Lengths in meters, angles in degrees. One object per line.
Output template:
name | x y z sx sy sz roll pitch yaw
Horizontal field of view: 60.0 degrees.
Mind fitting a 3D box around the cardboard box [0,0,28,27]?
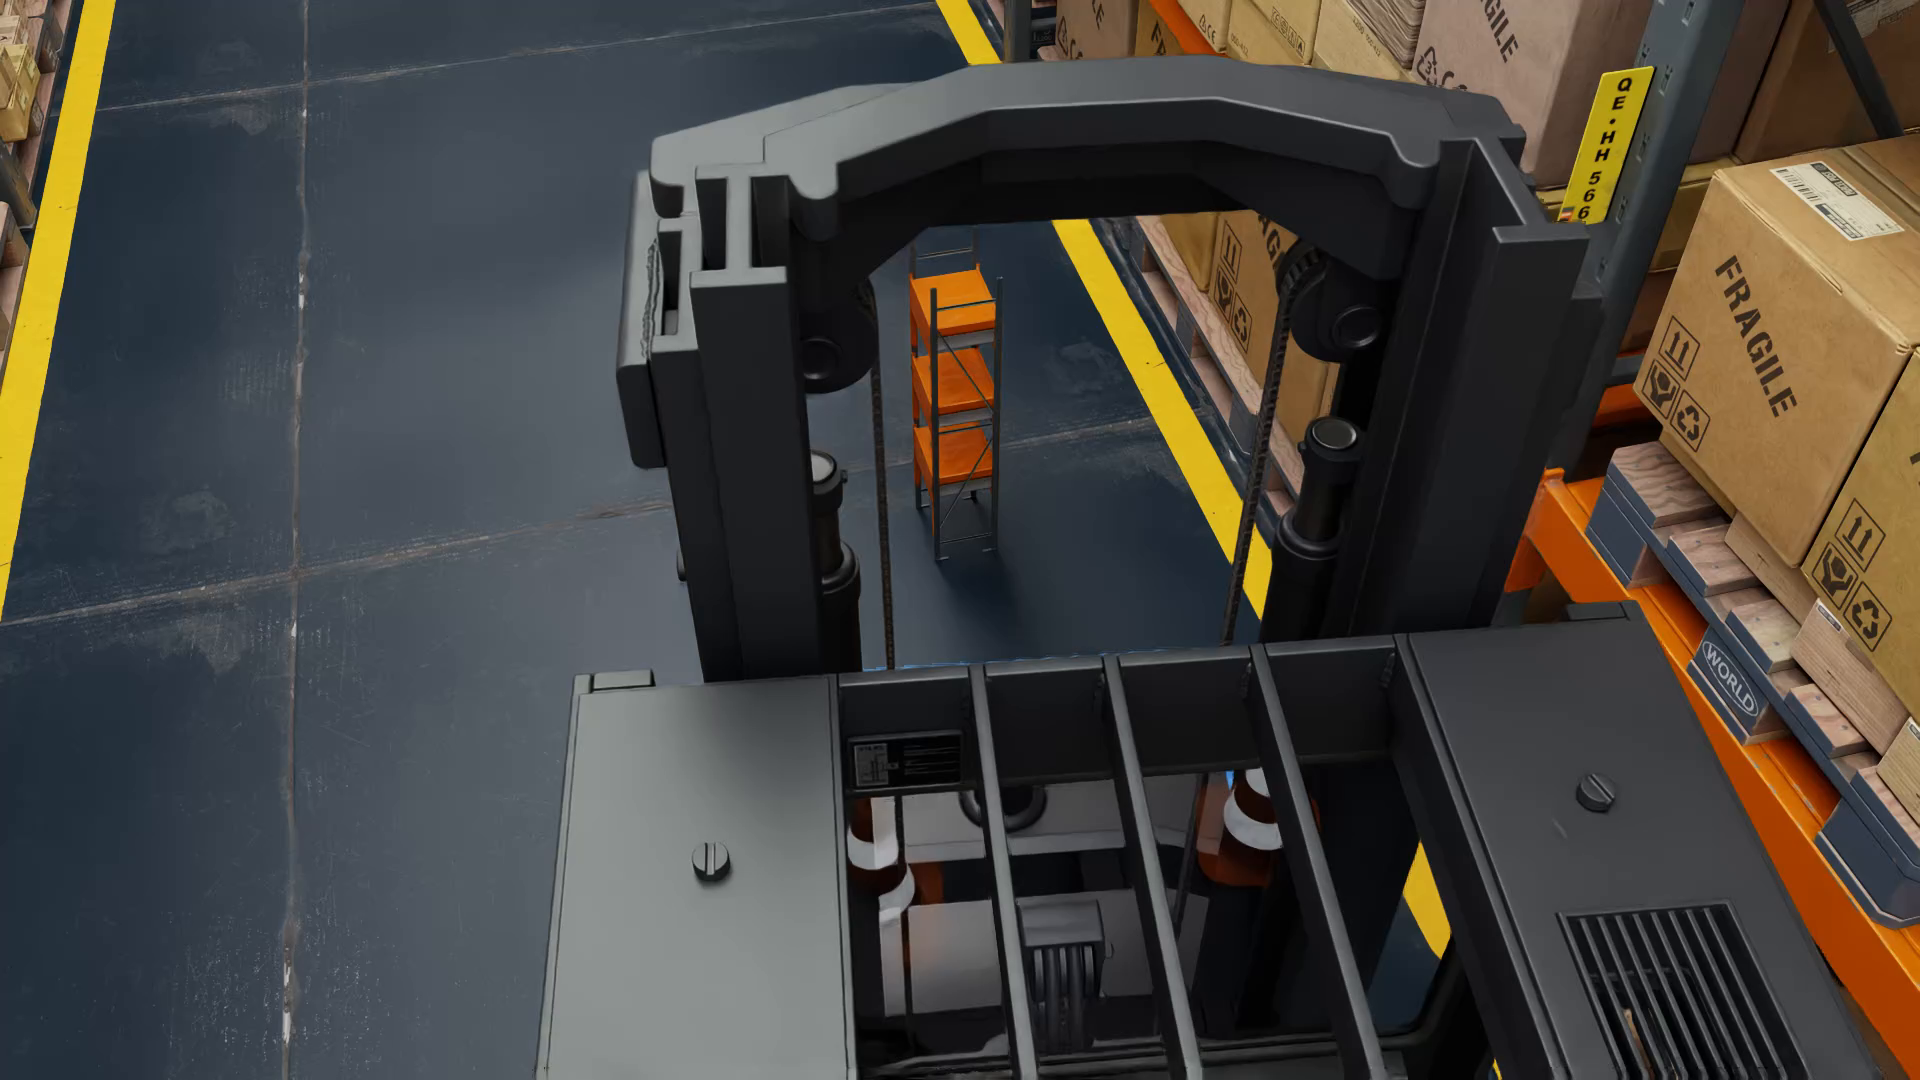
cardboard box | -4.151 -2.167 6.976 0.380 0.149 0.250 -12 47 -11

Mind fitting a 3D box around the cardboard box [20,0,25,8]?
cardboard box | -4.254 -2.347 7.152 0.380 0.149 0.250 -13 47 -12

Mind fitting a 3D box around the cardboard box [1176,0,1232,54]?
cardboard box | 0.912 -1.706 4.926 0.500 0.250 0.500 -11 47 -11

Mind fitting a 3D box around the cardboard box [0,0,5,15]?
cardboard box | -4.172 -2.265 6.863 0.380 0.149 0.250 -13 47 -12

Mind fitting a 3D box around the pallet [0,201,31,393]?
pallet | -3.873 -0.683 5.771 1.003 0.211 1.213 -11 47 -10

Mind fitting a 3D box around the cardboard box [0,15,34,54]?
cardboard box | -4.038 -2.001 6.813 0.380 0.149 0.250 -11 47 -11

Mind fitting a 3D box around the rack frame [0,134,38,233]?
rack frame | -4.073 -2.196 5.302 1.000 3.000 0.127 -11 47 -10

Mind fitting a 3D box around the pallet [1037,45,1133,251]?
pallet | 0.956 -1.676 6.745 1.003 0.211 1.213 -11 47 -10

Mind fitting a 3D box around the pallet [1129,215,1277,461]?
pallet | 1.272 -0.832 5.918 1.003 0.211 1.213 -11 47 -10

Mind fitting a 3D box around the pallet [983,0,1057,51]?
pallet | 0.567 -2.734 7.782 1.003 0.211 1.213 -11 47 -10

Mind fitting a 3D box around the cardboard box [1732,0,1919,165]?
cardboard box | 1.820 -1.179 3.536 0.500 0.500 0.500 -12 47 -12

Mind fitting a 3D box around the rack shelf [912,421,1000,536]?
rack shelf | -0.014 -0.202 5.117 0.215 0.259 0.240 -11 47 -10

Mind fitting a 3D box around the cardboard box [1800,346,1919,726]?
cardboard box | 1.742 0.016 2.562 0.500 0.500 0.500 -9 46 -8

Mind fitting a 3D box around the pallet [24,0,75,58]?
pallet | -4.595 -2.521 7.573 1.003 0.211 1.213 -11 47 -10

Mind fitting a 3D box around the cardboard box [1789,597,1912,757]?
cardboard box | 1.679 0.189 2.847 0.380 0.149 0.250 -14 47 -13

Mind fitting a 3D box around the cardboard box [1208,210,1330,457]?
cardboard box | 1.389 -0.921 5.246 0.875 0.875 0.875 -10 46 -10

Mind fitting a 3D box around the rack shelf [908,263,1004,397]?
rack shelf | -0.014 -0.596 4.716 0.215 0.259 0.240 -11 47 -10

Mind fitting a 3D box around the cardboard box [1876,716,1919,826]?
cardboard box | 1.729 0.382 2.657 0.380 0.149 0.250 -10 47 -10

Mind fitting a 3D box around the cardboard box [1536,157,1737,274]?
cardboard box | 1.340 -0.820 3.708 0.500 0.250 0.500 -11 47 -10

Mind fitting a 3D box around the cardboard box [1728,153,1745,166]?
cardboard box | 1.819 -0.927 3.813 0.500 0.250 0.500 -11 47 -11

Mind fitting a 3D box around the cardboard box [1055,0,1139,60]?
cardboard box | 0.922 -2.161 6.461 0.875 0.875 0.875 -9 46 -9

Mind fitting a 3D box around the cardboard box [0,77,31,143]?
cardboard box | -3.856 -1.655 6.474 0.380 0.149 0.250 -13 47 -12

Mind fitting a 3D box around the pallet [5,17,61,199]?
pallet | -4.280 -1.677 6.746 1.003 0.211 1.213 -11 47 -10

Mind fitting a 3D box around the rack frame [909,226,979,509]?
rack frame | -0.045 -0.489 4.994 0.200 1.050 0.008 -11 47 -10

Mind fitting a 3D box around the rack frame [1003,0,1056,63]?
rack frame | 0.686 -3.171 6.257 1.000 3.000 0.127 -11 47 -10

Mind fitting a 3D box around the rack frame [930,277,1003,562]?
rack frame | 0.018 -0.320 4.829 0.200 1.050 0.008 -11 47 -10

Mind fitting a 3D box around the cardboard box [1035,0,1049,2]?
cardboard box | 0.629 -2.874 7.466 0.875 0.438 0.875 -11 47 -11

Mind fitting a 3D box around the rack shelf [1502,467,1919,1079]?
rack shelf | 2.222 1.223 2.455 1.077 0.370 4.000 -11 47 -10

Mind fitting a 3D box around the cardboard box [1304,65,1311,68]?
cardboard box | 1.183 -1.008 4.243 0.500 0.250 0.500 -10 46 -10

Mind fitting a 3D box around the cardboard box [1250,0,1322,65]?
cardboard box | 1.055 -1.523 4.397 0.500 0.250 0.500 -12 47 -11

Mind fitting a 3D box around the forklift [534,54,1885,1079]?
forklift | 0.186 1.033 2.186 1.130 2.935 3.031 -4 46 -4

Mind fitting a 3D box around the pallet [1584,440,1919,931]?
pallet | 1.995 0.130 3.156 1.213 0.211 1.003 -11 47 -10

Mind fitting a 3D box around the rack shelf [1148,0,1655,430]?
rack shelf | 1.198 -1.538 5.161 1.077 0.370 4.000 -11 47 -10

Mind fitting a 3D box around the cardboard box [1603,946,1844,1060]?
cardboard box | 1.845 0.755 3.955 0.950 0.372 0.625 -14 47 -13

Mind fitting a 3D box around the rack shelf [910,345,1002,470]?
rack shelf | -0.014 -0.397 4.919 0.215 0.259 0.240 -11 47 -10

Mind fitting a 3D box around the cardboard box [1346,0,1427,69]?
cardboard box | 1.185 -1.456 3.807 0.500 0.500 0.500 -10 46 -10

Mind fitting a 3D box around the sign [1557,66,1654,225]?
sign | 1.174 -0.711 3.036 0.100 0.325 0.005 -11 47 -10

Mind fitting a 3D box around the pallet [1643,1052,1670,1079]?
pallet | 1.908 1.107 4.018 1.003 0.211 1.213 -11 47 -10

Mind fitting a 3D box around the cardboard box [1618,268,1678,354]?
cardboard box | 1.329 -0.658 3.900 0.500 0.250 0.500 -12 47 -12

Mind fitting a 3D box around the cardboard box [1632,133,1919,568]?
cardboard box | 1.601 -0.342 2.913 0.500 0.500 0.500 -12 47 -11

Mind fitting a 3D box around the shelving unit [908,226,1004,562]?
shelving unit | -0.014 -0.404 4.911 0.215 1.050 0.252 -11 47 -10

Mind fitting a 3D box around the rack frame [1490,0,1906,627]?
rack frame | 1.710 -0.409 3.551 1.000 3.000 0.127 -11 47 -10

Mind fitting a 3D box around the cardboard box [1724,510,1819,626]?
cardboard box | 1.653 -0.009 3.040 0.380 0.149 0.250 -13 47 -13

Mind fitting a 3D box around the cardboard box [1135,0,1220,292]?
cardboard box | 1.161 -1.539 5.851 0.875 0.875 0.875 -9 46 -9

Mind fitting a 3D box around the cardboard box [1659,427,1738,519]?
cardboard box | 1.613 -0.210 3.237 0.380 0.149 0.250 -13 47 -13

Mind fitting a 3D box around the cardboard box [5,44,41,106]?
cardboard box | -3.924 -1.839 6.654 0.380 0.149 0.250 -9 46 -9

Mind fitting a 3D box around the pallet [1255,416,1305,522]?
pallet | 1.581 0.009 5.094 1.003 0.211 1.213 -11 47 -10

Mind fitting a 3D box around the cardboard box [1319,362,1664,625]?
cardboard box | 1.613 -0.305 4.642 0.875 0.875 0.875 -11 47 -11

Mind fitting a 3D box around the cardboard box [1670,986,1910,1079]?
cardboard box | 2.041 1.263 3.457 0.950 0.372 0.625 -12 47 -11

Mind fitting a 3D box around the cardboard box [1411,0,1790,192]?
cardboard box | 1.325 -1.103 3.461 0.500 0.500 0.500 -12 47 -11

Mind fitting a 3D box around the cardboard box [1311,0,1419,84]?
cardboard box | 1.205 -1.173 4.054 0.500 0.250 0.500 -12 47 -11

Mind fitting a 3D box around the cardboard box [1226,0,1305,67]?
cardboard box | 1.070 -1.359 4.587 0.500 0.250 0.500 -11 47 -11

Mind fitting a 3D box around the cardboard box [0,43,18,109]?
cardboard box | -3.857 -1.758 6.367 0.380 0.149 0.250 -9 46 -8
